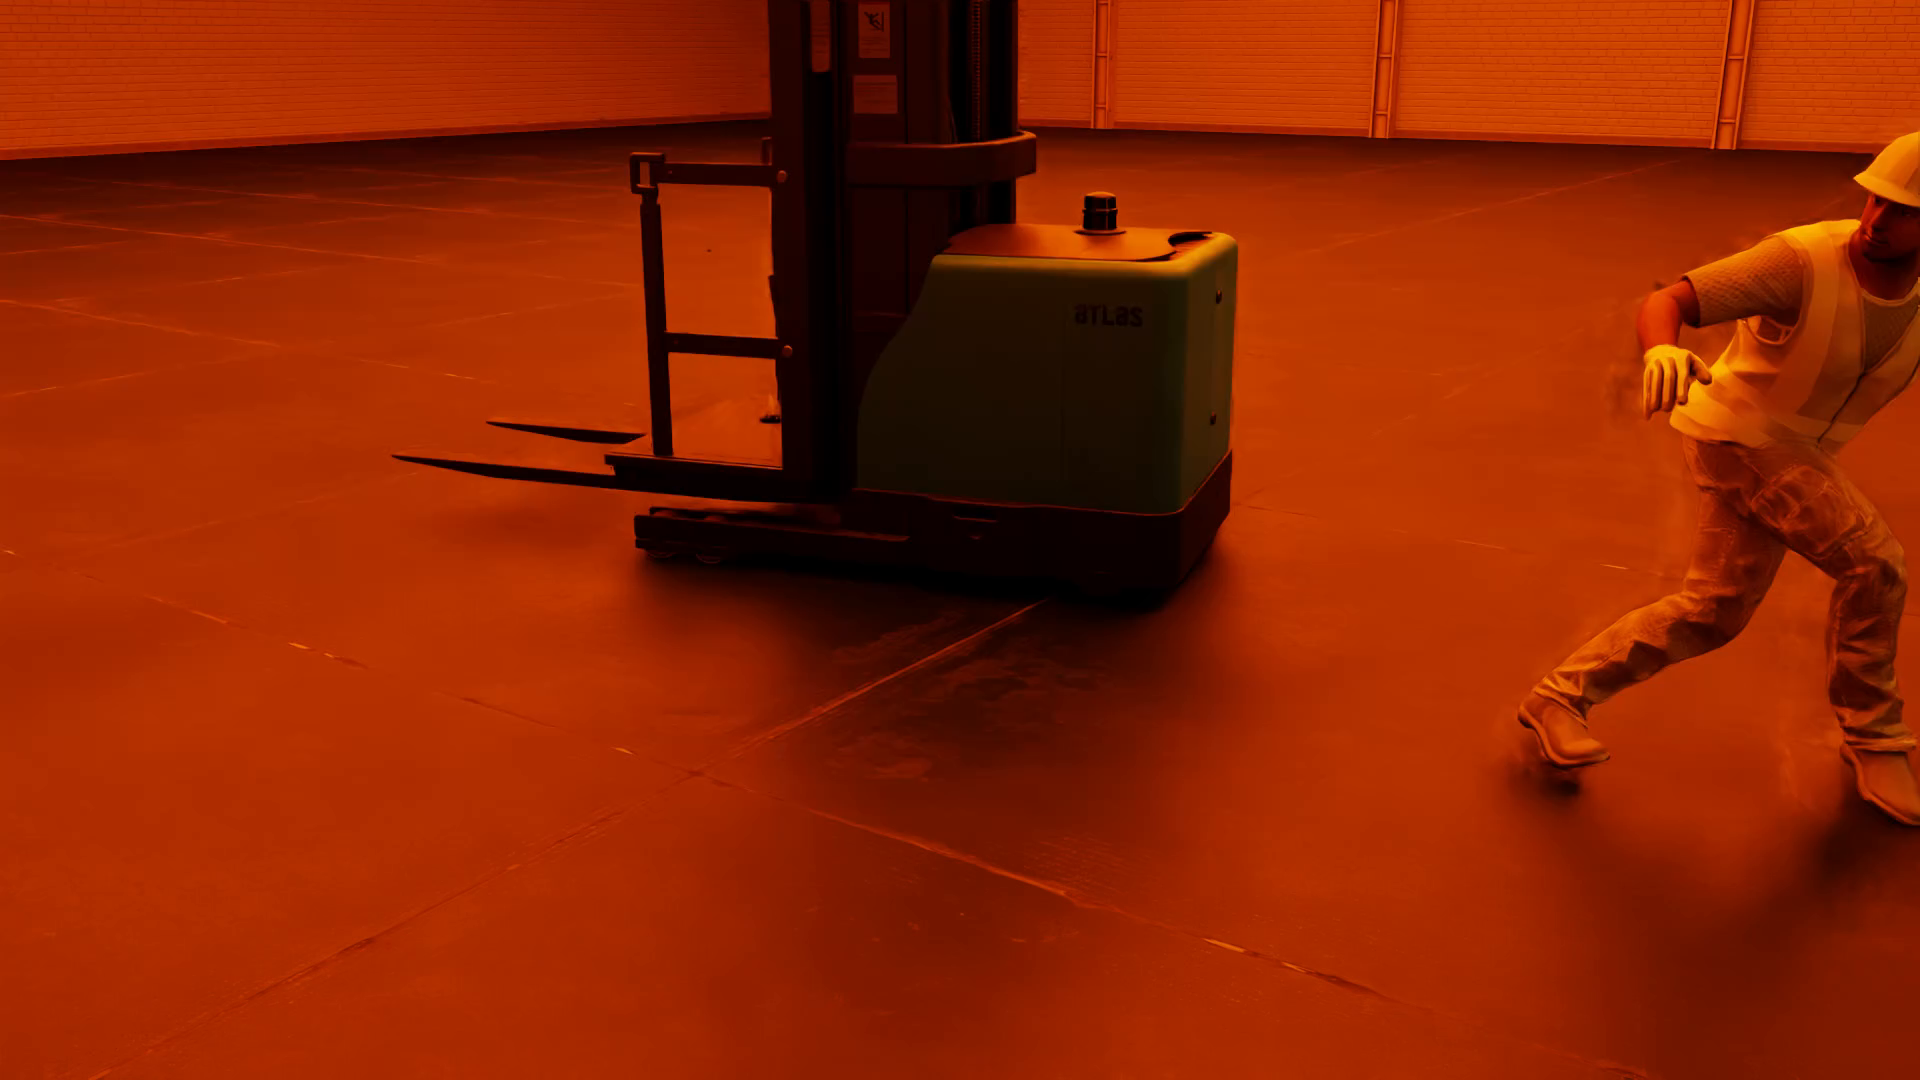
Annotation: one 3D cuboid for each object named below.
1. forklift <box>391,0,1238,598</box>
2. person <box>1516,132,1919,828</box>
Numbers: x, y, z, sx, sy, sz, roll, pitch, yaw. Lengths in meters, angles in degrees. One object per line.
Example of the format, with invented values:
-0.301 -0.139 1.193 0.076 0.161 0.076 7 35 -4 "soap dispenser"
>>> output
-0.598 -1.458 5.707 3.031 2.935 1.130 6 18 18 "forklift"
1.934 -0.123 3.708 1.005 1.540 1.049 -10 19 -29 "person"
